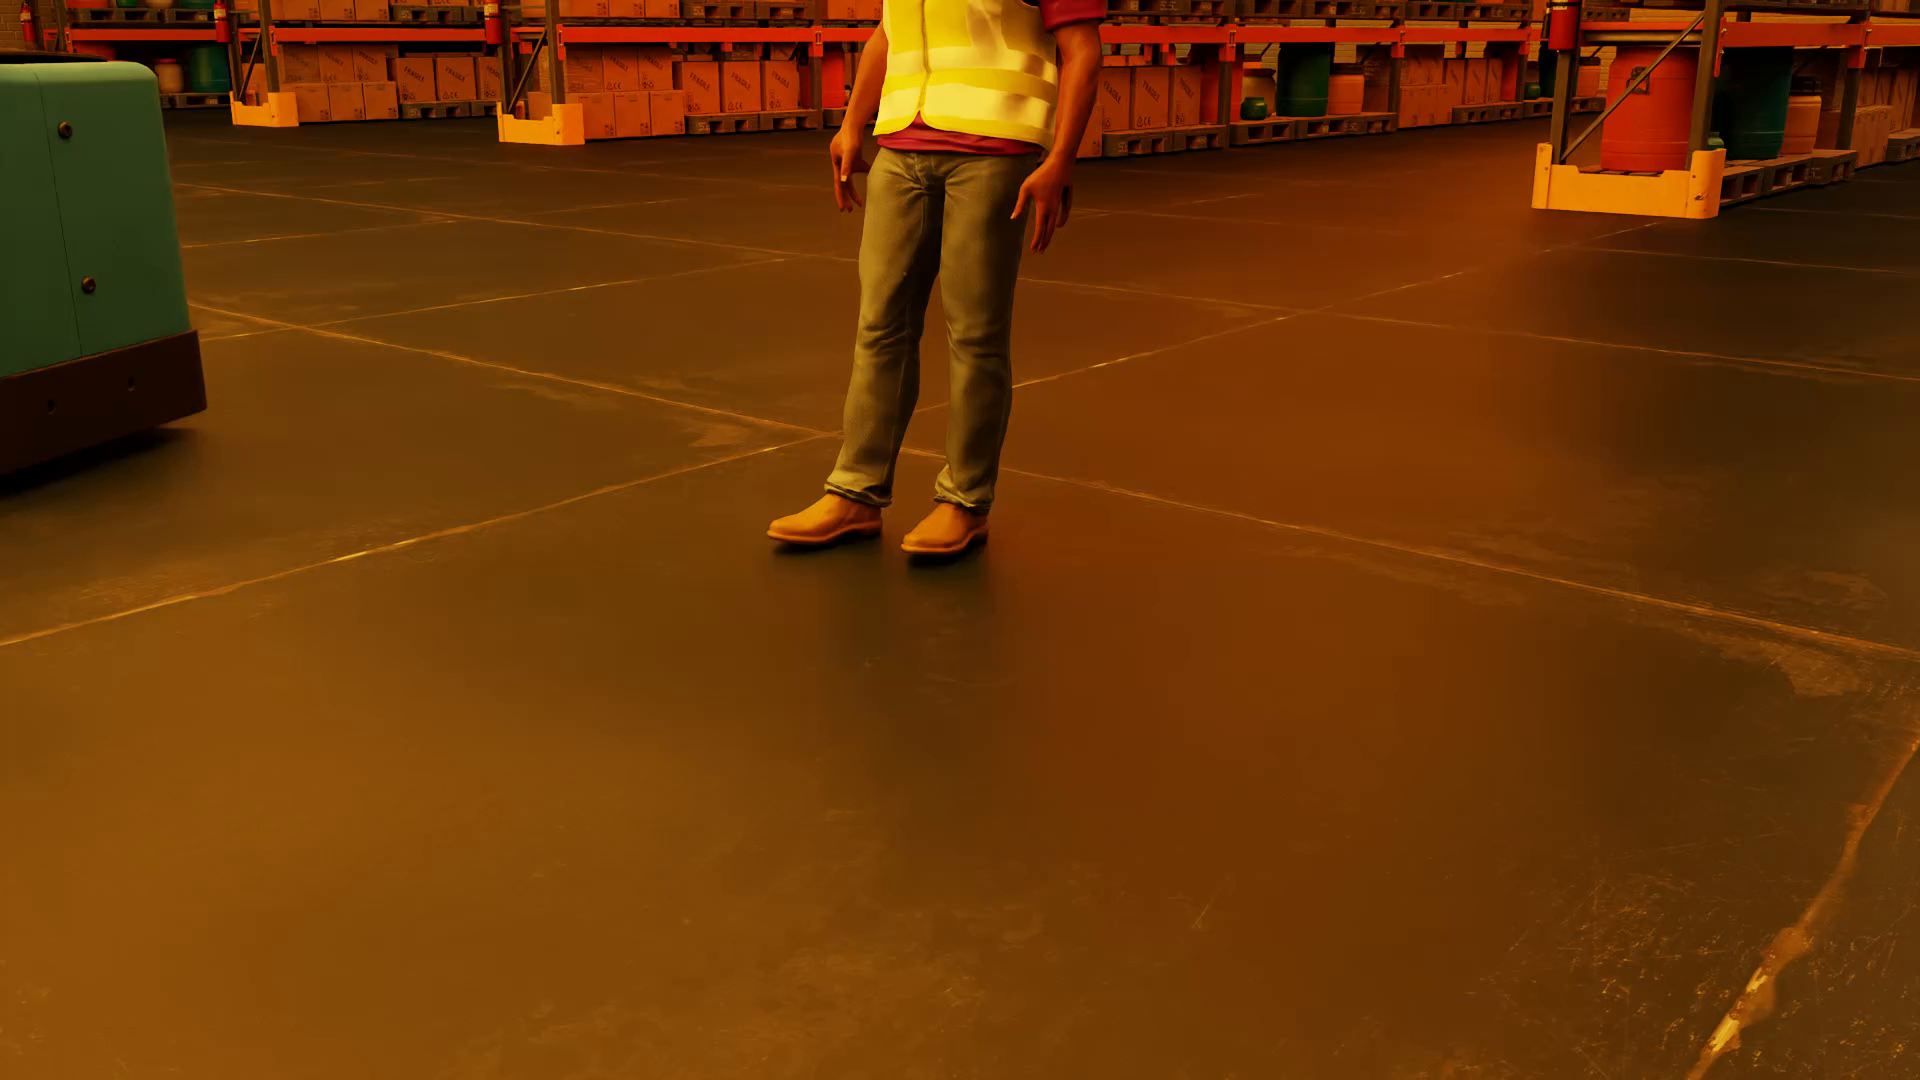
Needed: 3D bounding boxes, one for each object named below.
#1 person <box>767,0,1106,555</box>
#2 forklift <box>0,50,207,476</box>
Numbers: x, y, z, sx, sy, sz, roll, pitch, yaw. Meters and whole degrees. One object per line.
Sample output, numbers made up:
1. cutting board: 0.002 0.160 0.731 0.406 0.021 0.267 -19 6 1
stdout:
1. person: -0.049 -0.838 3.636 0.665 1.765 0.577 13 21 37
2. forklift: -3.831 -1.697 4.487 3.031 2.935 1.130 4 17 13
